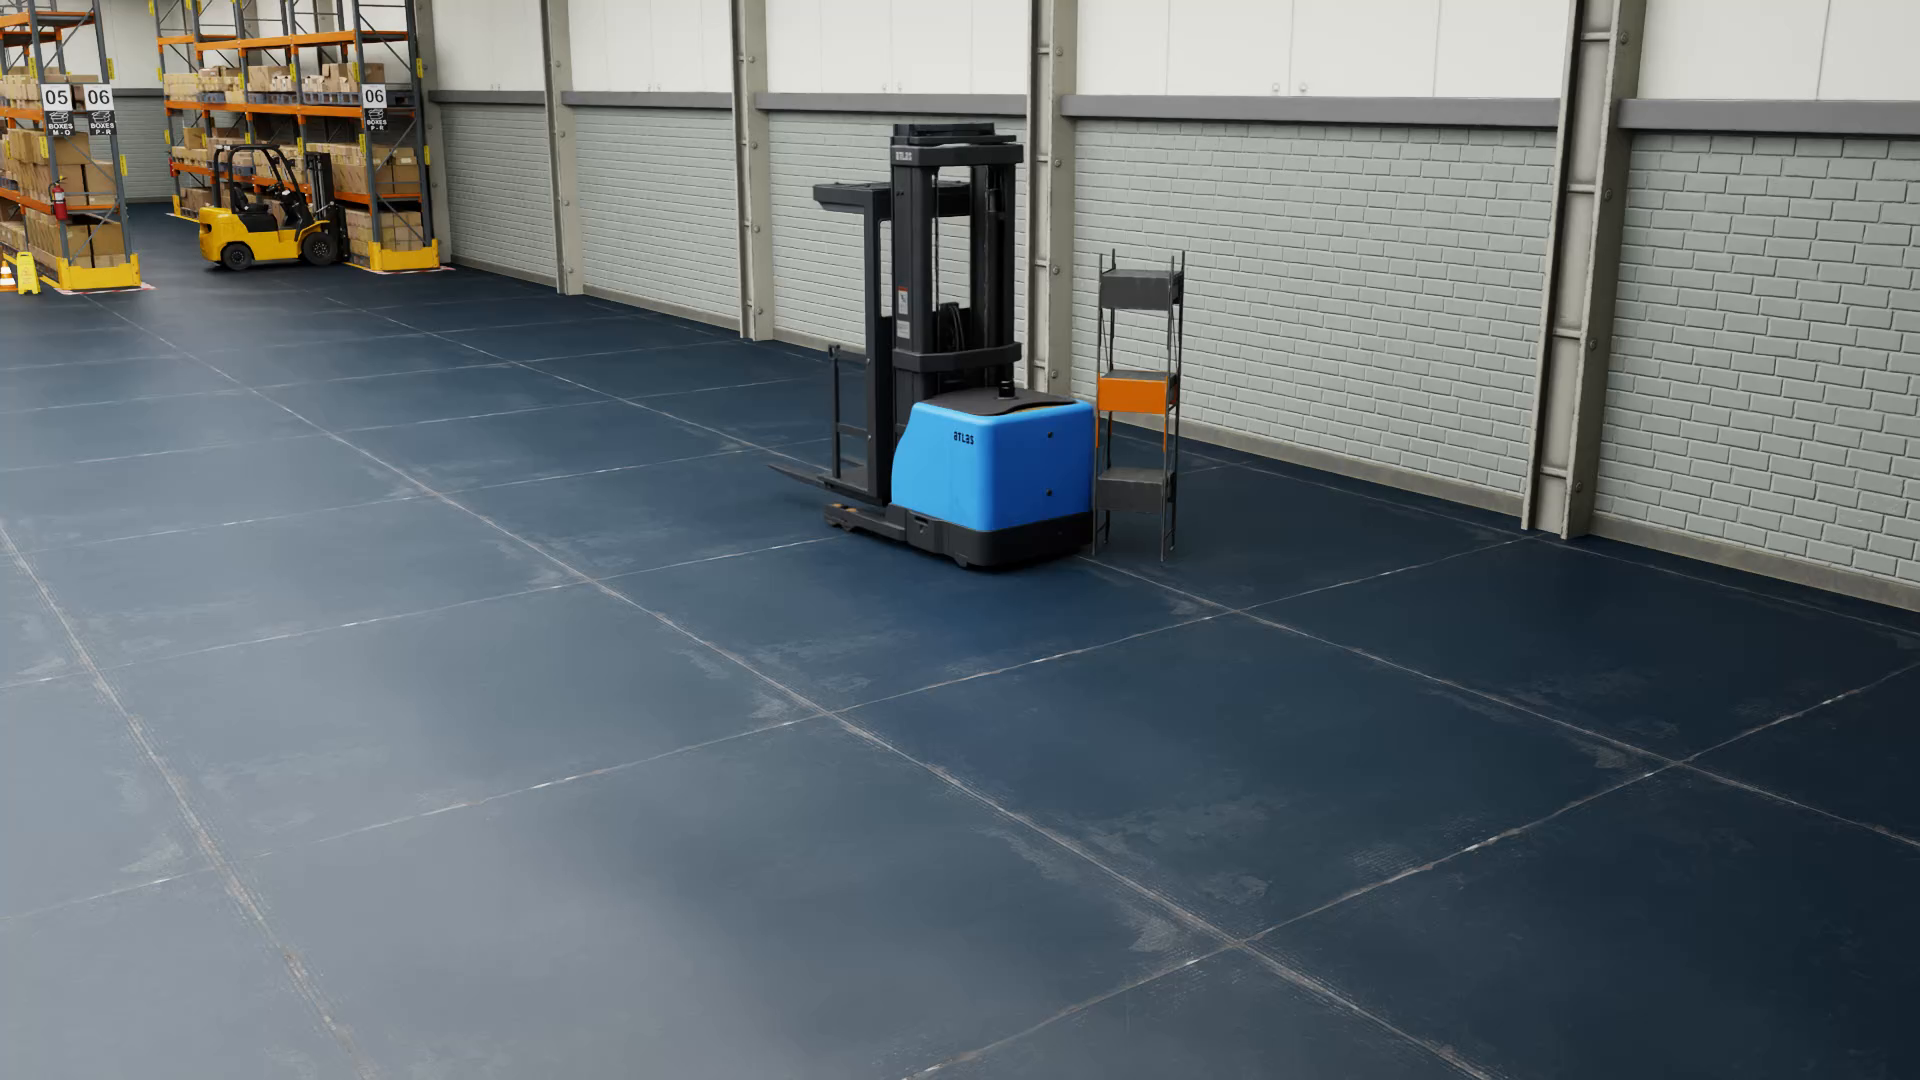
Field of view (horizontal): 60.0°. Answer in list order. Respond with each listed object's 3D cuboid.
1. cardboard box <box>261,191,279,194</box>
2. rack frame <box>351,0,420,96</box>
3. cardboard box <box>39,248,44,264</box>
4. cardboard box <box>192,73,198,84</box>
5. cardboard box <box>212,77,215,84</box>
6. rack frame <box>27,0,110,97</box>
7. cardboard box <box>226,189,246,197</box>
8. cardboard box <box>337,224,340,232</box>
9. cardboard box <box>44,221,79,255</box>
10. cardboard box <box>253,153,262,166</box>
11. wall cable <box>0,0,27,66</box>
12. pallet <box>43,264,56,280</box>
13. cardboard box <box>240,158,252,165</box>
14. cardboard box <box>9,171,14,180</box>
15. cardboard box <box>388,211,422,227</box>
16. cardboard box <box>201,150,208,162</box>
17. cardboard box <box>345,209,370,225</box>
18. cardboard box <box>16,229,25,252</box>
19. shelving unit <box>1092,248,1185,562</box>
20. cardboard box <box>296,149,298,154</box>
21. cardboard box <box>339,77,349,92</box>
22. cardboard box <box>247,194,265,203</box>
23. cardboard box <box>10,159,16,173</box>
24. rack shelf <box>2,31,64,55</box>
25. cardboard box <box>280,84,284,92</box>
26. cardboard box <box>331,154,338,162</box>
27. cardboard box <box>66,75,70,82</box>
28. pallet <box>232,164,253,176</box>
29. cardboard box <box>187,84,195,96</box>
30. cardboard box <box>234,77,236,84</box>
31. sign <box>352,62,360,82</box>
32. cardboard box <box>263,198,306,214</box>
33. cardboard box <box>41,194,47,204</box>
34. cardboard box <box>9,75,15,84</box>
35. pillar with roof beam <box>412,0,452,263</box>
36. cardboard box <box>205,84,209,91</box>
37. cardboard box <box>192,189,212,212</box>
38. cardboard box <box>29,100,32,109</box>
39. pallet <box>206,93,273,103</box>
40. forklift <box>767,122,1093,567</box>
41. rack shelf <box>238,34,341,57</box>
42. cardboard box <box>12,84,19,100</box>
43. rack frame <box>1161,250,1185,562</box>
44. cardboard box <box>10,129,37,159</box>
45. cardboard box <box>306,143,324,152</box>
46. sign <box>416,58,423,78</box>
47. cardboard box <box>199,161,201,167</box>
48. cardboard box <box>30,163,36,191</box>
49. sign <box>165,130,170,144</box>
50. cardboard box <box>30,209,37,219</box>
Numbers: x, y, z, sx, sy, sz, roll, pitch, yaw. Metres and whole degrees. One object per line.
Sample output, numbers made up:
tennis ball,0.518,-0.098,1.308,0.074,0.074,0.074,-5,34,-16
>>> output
cardboard box,-15.573,-7.798,37.597,0.380,0.149,0.250,-11,19,-34
rack frame,-10.011,-9.246,28.812,1.000,3.000,0.127,-11,19,-35
cardboard box,-15.611,-4.919,28.778,0.500,0.250,0.500,-11,19,-35
cardboard box,-17.559,-10.744,38.742,0.500,0.250,0.500,-11,19,-34
cardboard box,-16.433,-10.238,37.047,0.380,0.149,0.250,-11,19,-34
rack frame,-14.024,-8.475,25.994,1.000,3.000,0.127,-11,19,-35
cardboard box,-16.686,-8.007,38.358,0.380,0.149,0.250,-12,19,-37
cardboard box,-11.448,-5.849,31.229,0.500,0.250,0.500,-11,19,-35
cardboard box,-15.016,-5.061,27.877,0.500,0.500,0.500,-10,18,-33
cardboard box,-14.672,-8.093,35.300,0.500,0.250,0.500,-11,19,-35
wall cable,-24.119,-13.621,44.725,2.988,3.039,0.133,-11,19,-35
pallet,-15.231,-4.692,28.818,1.003,0.211,1.213,-11,19,-35
cardboard box,-15.412,-8.223,36.118,0.380,0.149,0.250,-10,18,-34
cardboard box,-17.223,-6.692,30.526,0.380,0.149,0.250,-11,19,-35
cardboard box,-10.141,-5.843,30.262,0.500,0.250,0.500,-11,19,-35
cardboard box,-17.564,-9.057,39.206,0.500,0.250,0.500,-10,18,-33
cardboard box,-11.144,-5.975,30.745,0.500,0.250,0.500,-11,19,-34
cardboard box,-17.112,-5.635,31.165,0.950,0.372,0.625,-10,18,-31
shelving unit,1.233,-0.932,11.503,0.503,2.100,0.431,5,16,18
cardboard box,-13.011,-7.719,33.178,0.380,0.149,0.250,-11,19,-35
cardboard box,-10.893,-8.169,29.829,0.396,0.266,0.258,-11,19,-34
cardboard box,-15.396,-7.490,36.471,0.380,0.149,0.250,-12,19,-37
cardboard box,-16.833,-6.893,30.029,0.500,0.500,0.500,-11,19,-36
rack shelf,-17.552,-9.216,30.823,1.077,0.370,4.000,-11,19,-35
cardboard box,-13.256,-8.971,32.979,0.380,0.149,0.250,-11,19,-35
cardboard box,-11.496,-7.126,31.010,0.380,0.149,0.250,-11,19,-36
cardboard box,-14.229,-7.450,26.899,0.380,0.149,0.250,-11,19,-35
pallet,-15.171,-8.102,36.360,1.213,0.211,1.003,-11,19,-35
cardboard box,-17.867,-10.606,39.185,0.500,0.250,0.500,-12,19,-36
cardboard box,-15.539,-9.981,36.144,0.380,0.149,0.250,-11,19,-35
sign,-10.459,-8.107,28.805,0.100,0.325,0.005,-11,19,-35
cardboard box,-14.360,-6.983,35.609,0.875,0.625,0.625,-10,18,-33
cardboard box,-14.965,-5.652,27.520,0.380,0.149,0.250,-10,18,-34
cardboard box,-15.998,-7.859,28.390,0.380,0.149,0.250,-11,19,-35
pillar with roof beam,-13.174,-8.866,27.425,9.100,9.000,0.400,-11,19,-35
cardboard box,-16.781,-10.199,37.467,0.380,0.149,0.250,-11,19,-34
cardboard box,-18.435,-8.304,40.672,0.500,0.500,0.500,-10,18,-34
cardboard box,-15.191,-7.217,27.558,0.380,0.149,0.250,-11,19,-36
pallet,-16.128,-9.900,37.239,1.213,0.211,1.003,-11,19,-35
forklift,-0.368,-1.557,12.211,1.130,2.935,3.031,-12,19,-37
rack shelf,-13.539,-9.987,33.641,1.077,0.370,4.000,-11,19,-35
cardboard box,-15.744,-7.599,28.198,0.500,0.250,0.500,-11,19,-34
rack frame,1.463,-0.911,11.427,0.015,2.100,0.400,5,16,18
cardboard box,-16.010,-6.869,28.845,0.700,0.500,0.500,-11,19,-34
cardboard box,-12.416,-7.597,32.170,0.380,0.149,0.250,-10,18,-33
sign,-9.559,-8.344,29.392,0.100,0.325,0.005,-11,19,-35
cardboard box,-17.934,-8.987,39.705,0.380,0.149,0.250,-10,18,-33
cardboard box,-15.431,-6.172,28.193,0.500,0.500,0.500,-11,19,-34
sign,-19.858,-10.102,41.665,0.100,0.325,0.005,-11,19,-35
cardboard box,-15.919,-5.673,28.885,0.380,0.149,0.250,-10,18,-32
